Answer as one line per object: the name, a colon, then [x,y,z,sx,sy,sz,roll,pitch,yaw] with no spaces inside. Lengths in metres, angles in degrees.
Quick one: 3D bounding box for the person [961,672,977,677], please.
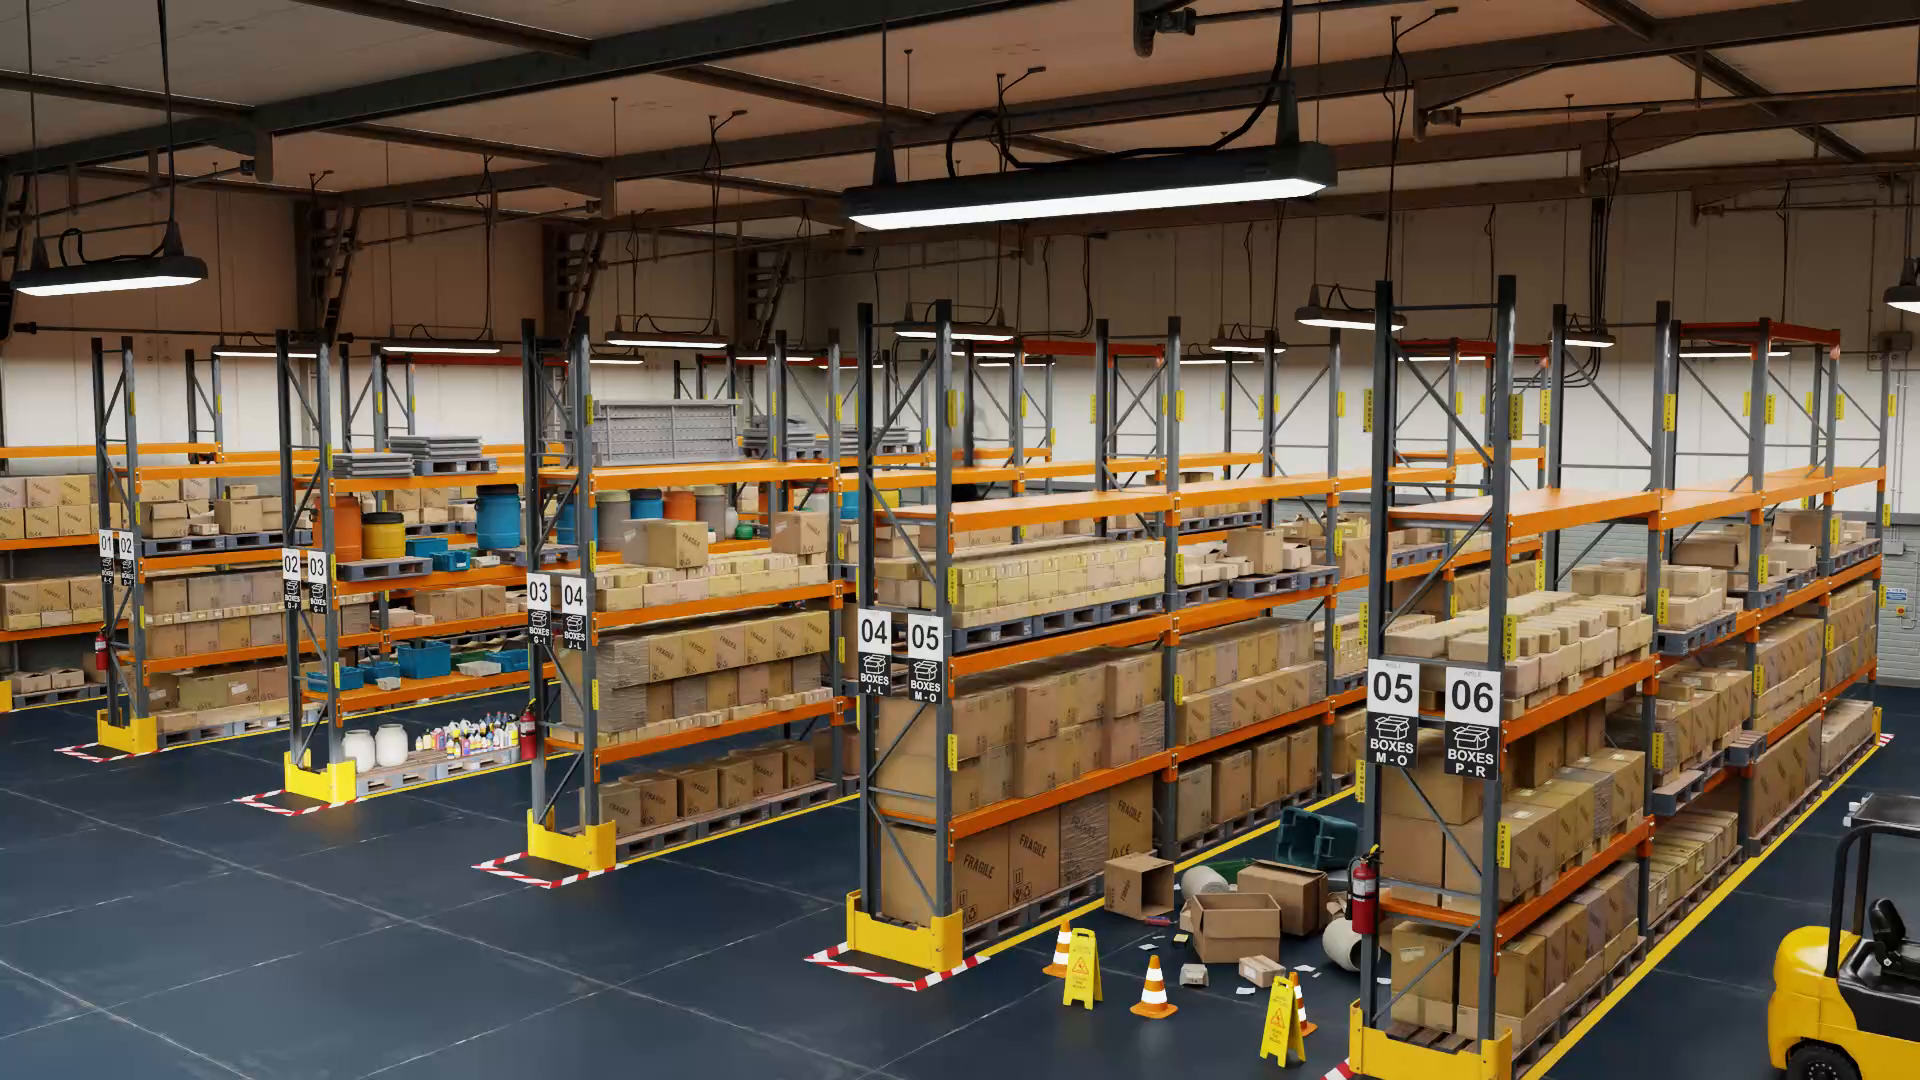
person: [0.199,2.308,20.748,0.669,1.793,0.972,3,6,31]
